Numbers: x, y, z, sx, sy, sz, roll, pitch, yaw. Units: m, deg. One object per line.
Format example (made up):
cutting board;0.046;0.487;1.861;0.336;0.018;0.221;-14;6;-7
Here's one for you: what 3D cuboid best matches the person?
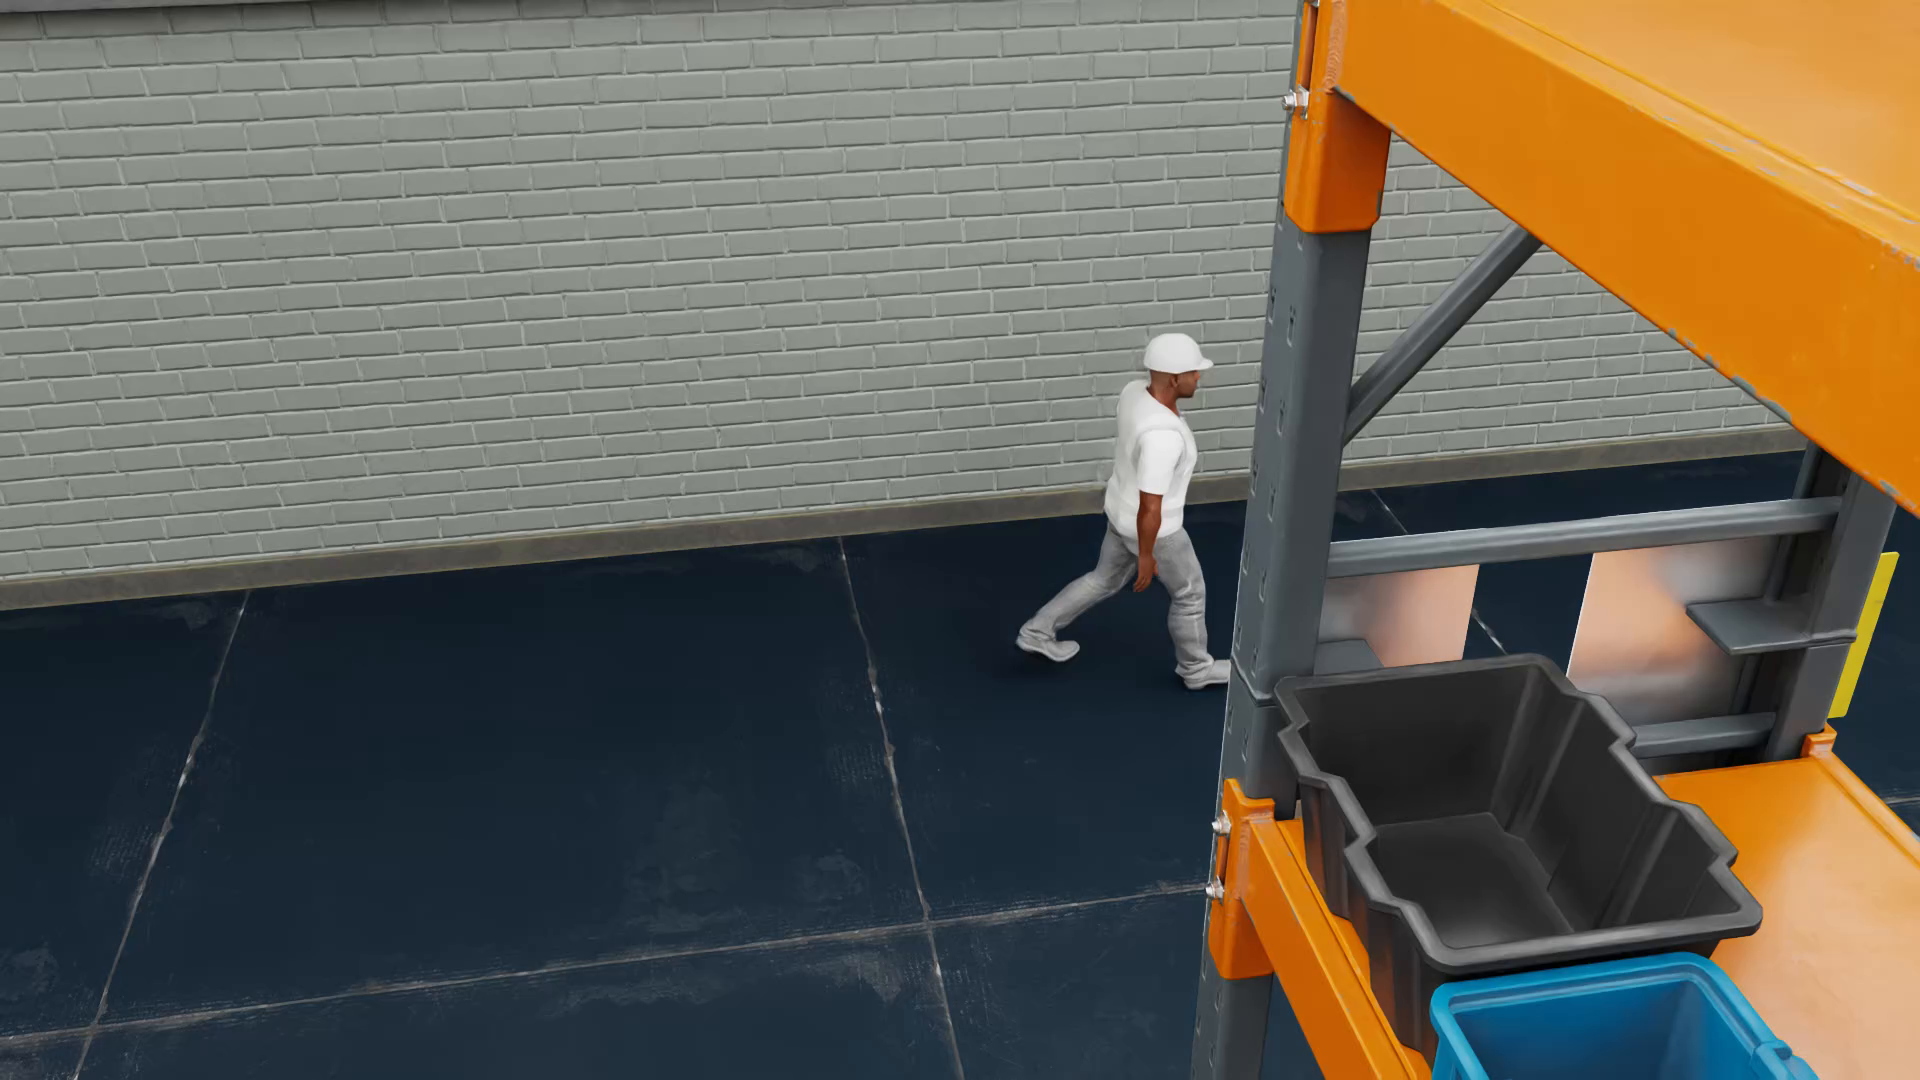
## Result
person;0.802;-0.095;7.290;1.041;1.732;0.594;-6;31;-9
